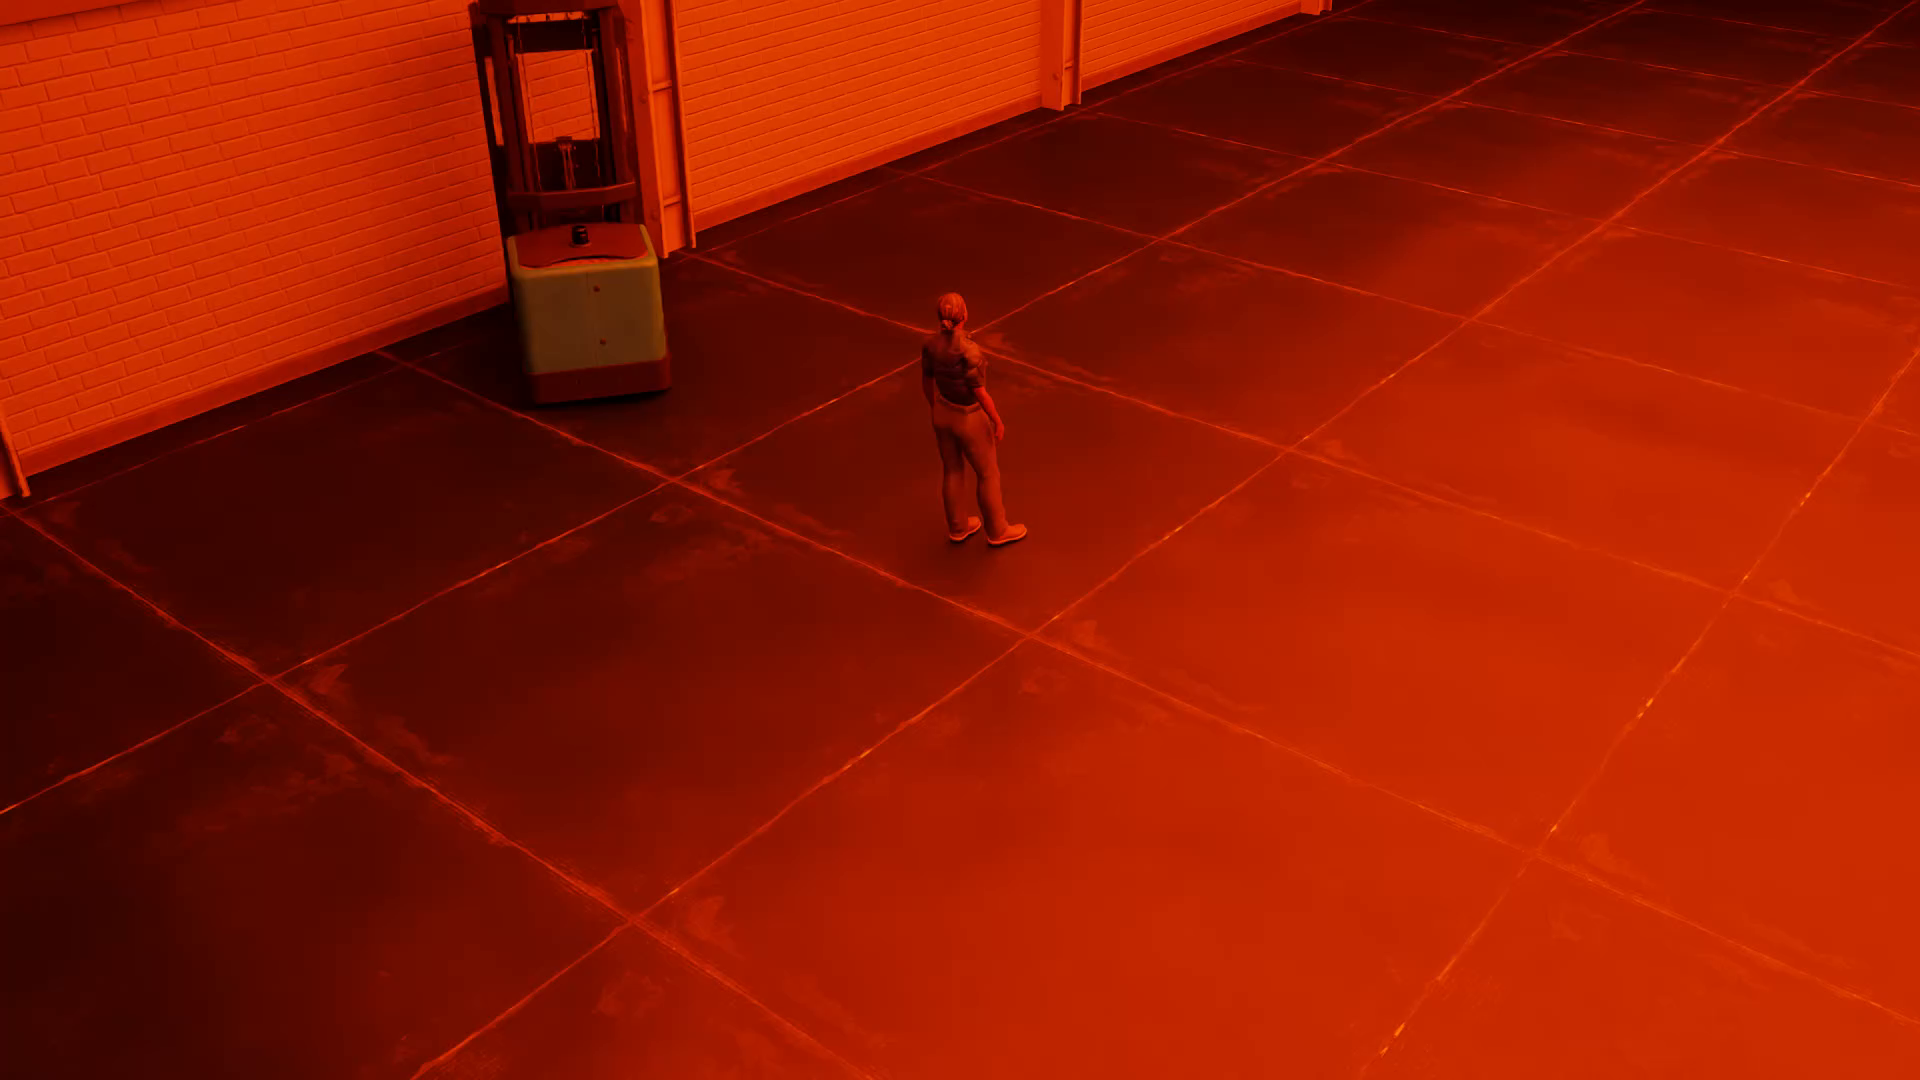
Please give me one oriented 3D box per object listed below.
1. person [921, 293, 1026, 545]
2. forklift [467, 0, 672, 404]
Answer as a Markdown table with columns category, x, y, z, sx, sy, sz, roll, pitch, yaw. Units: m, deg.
| category | x | y | z | sx | sy | sz | roll | pitch | yaw |
| --- | --- | --- | --- | --- | --- | --- | --- | --- | --- |
| person | 0.071 | -0.748 | 10.127 | 0.569 | 1.654 | 0.504 | 22 | 37 | 33 |
| forklift | -3.036 | -2.980 | 12.695 | 1.130 | 2.935 | 3.031 | -8 | 31 | -14 |
